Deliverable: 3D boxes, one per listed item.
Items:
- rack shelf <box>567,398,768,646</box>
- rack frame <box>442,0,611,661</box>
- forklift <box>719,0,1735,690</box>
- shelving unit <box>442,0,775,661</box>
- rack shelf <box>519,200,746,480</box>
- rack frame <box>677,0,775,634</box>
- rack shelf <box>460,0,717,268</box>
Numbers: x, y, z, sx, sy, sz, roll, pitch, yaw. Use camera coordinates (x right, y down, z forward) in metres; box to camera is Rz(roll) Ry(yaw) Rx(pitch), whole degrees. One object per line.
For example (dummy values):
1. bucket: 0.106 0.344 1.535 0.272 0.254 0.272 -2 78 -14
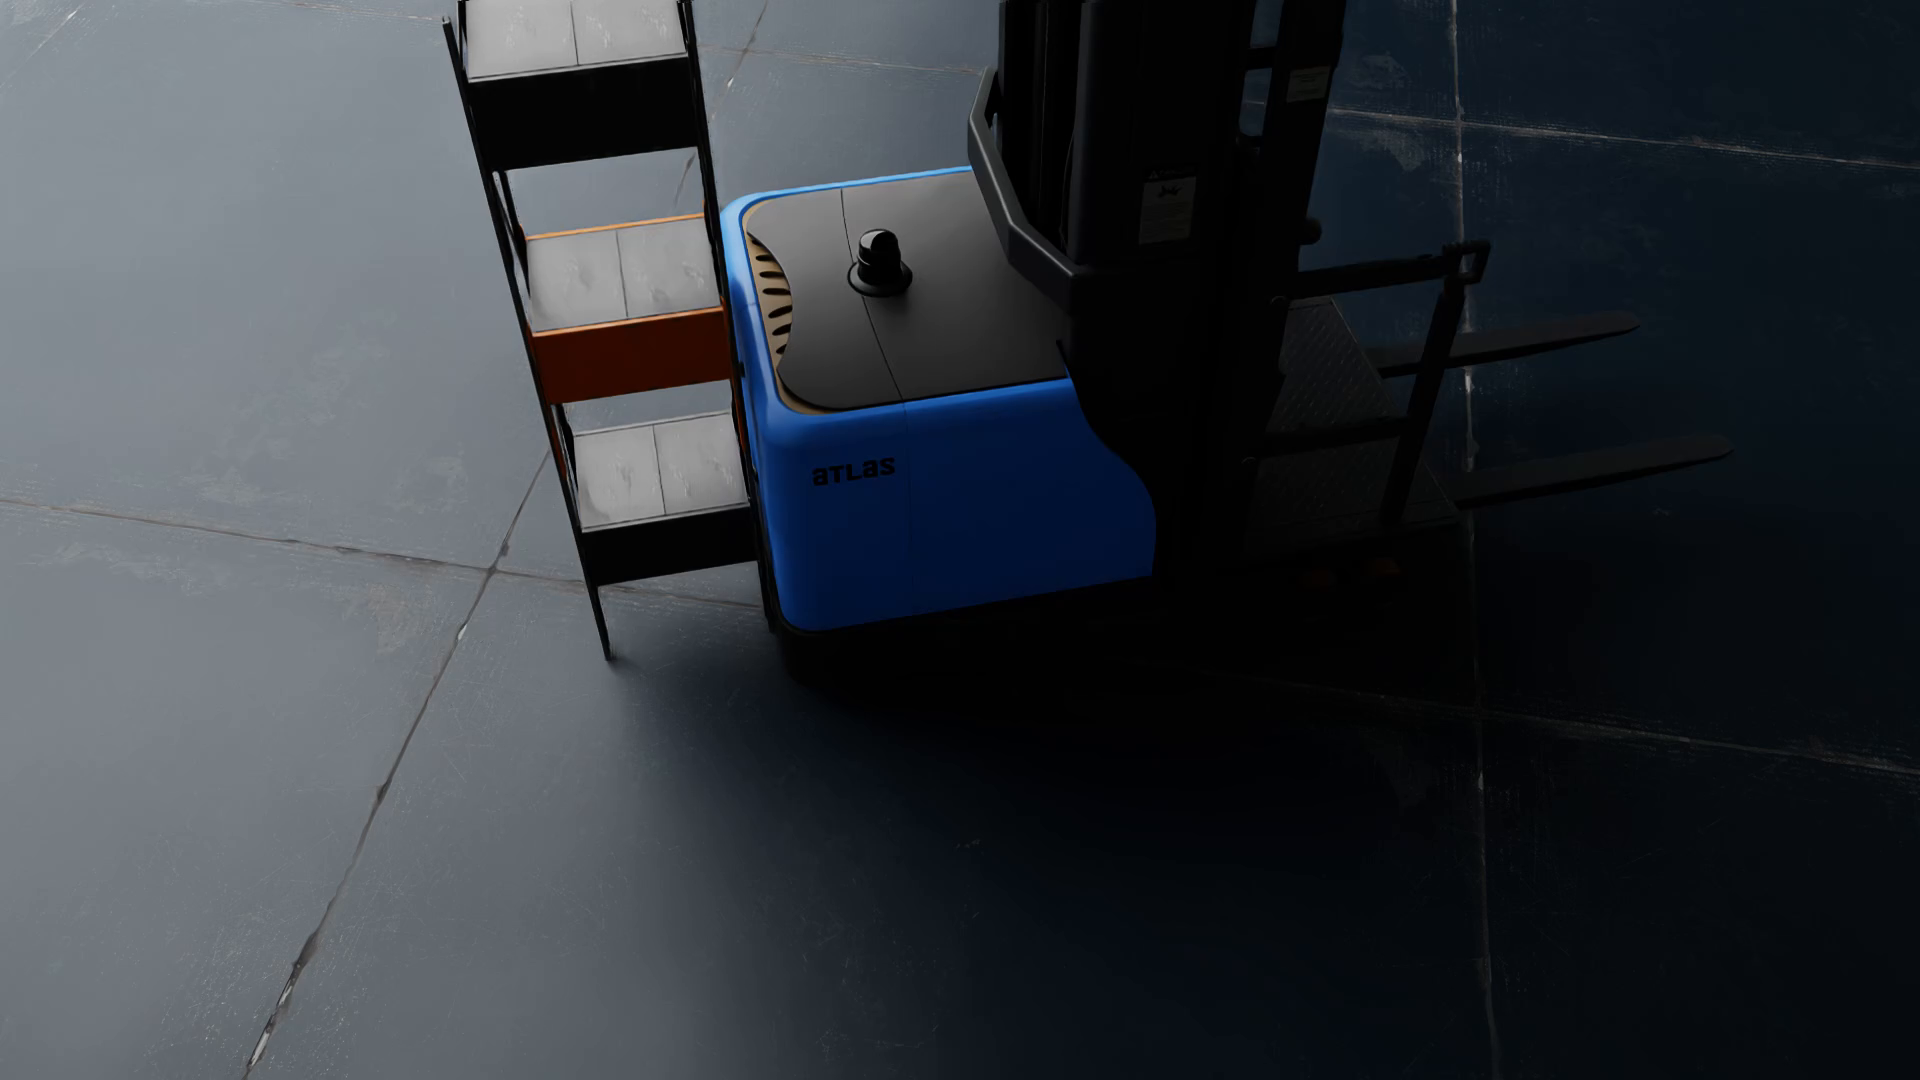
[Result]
1. rack shelf: -0.846 -0.051 4.843 0.480 0.518 0.431 -9 49 -8
2. rack frame: -1.084 -0.489 4.277 0.015 2.100 0.400 -9 49 -8
3. forklift: 0.879 -1.114 4.281 3.031 2.935 1.130 -9 49 -8
4. shelving unit: -0.846 -0.528 4.312 0.503 2.100 0.431 -9 49 -8
5. rack shelf: -0.846 -0.519 4.323 0.480 0.518 0.431 -9 49 -8
6. rack frame: -0.608 -0.567 4.348 0.015 2.100 0.400 -9 49 -8
7. rack shelf: -0.846 -0.986 3.802 0.480 0.518 0.431 -9 49 -8
